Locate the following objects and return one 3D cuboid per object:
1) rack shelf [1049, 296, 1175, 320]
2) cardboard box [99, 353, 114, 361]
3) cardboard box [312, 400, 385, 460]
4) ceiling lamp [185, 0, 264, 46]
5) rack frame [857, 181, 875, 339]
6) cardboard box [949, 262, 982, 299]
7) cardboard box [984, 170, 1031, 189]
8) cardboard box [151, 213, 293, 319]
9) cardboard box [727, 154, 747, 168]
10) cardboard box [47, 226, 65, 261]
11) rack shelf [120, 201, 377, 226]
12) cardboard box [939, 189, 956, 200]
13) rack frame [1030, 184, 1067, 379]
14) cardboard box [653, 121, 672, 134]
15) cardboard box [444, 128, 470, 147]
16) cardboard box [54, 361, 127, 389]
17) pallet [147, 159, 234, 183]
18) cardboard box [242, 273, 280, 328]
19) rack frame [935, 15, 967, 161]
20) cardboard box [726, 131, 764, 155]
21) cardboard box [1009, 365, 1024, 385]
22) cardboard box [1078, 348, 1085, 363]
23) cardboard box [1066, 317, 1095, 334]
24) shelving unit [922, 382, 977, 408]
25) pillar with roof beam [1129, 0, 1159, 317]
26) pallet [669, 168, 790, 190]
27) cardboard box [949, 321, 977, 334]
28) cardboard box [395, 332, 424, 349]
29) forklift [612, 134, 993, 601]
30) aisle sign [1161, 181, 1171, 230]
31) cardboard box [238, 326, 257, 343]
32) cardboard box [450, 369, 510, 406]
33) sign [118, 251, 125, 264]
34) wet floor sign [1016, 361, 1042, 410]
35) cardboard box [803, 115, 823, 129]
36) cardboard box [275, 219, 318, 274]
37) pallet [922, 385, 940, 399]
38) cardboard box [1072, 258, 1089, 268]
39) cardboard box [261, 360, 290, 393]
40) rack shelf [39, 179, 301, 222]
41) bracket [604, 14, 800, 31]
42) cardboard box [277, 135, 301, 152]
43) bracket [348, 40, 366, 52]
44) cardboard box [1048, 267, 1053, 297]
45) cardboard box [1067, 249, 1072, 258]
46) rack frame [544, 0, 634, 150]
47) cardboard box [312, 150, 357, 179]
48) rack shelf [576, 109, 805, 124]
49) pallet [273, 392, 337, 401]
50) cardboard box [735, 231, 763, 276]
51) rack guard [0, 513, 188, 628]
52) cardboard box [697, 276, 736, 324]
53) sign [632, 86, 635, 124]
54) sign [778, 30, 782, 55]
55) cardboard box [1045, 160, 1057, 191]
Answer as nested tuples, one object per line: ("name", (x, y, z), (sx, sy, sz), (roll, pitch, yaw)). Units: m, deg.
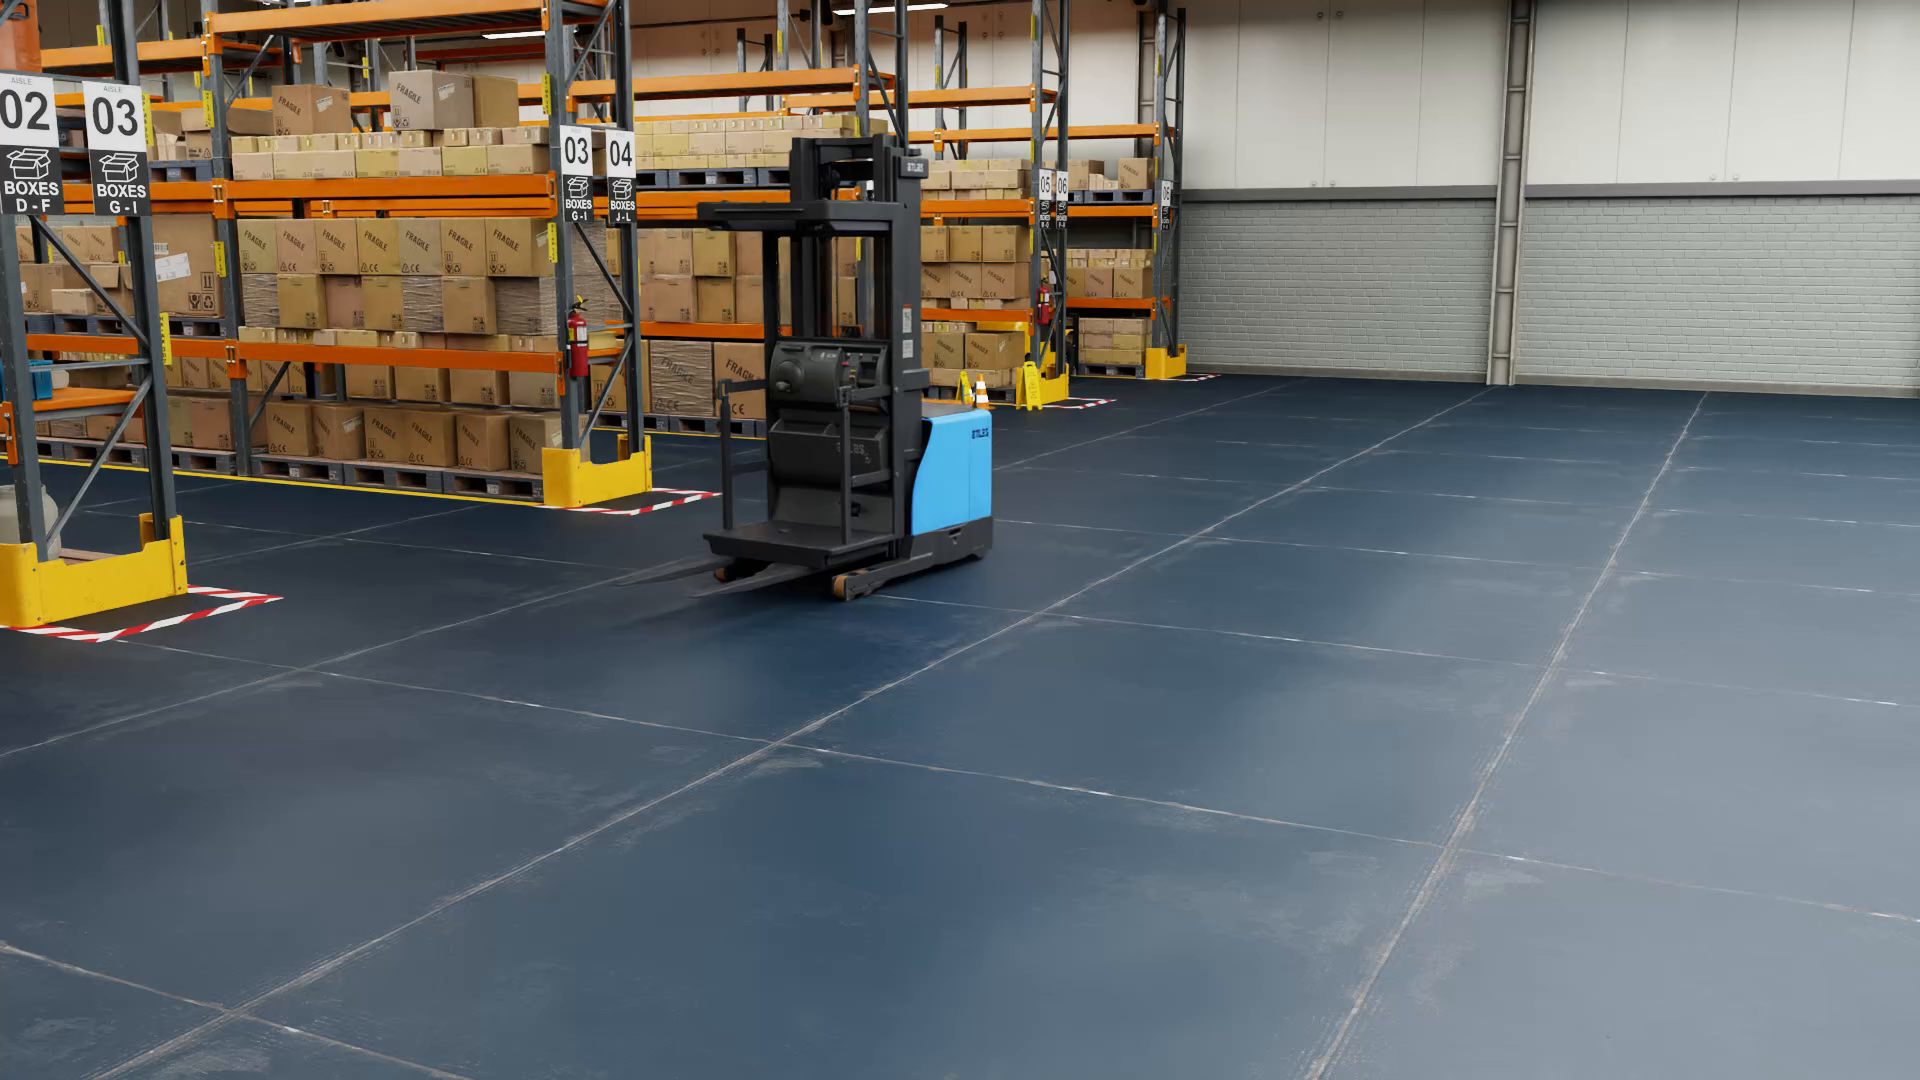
("rack shelf", (1.638, -4.030, 28.594), (4.000, 0.370, 1.077), (5, 11, 26))
("cardboard box", (-12.303, -2.677, 24.255), (0.250, 0.149, 0.380), (5, 11, 27))
("cardboard box", (-5.875, -1.060, 16.007), (0.500, 0.500, 0.500), (10, 14, 44))
("ceiling lamp", (-14.350, -11.151, 32.684), (0.800, 3.185, 2.000), (5, 11, 26))
("rack frame", (-0.861, -2.635, 18.865), (0.127, 3.000, 1.000), (5, 11, 26))
("cardboard box", (0.183, -3.668, 23.457), (0.500, 0.500, 0.500), (5, 11, 26))
("cardboard box", (0.661, -4.979, 22.982), (0.500, 0.250, 0.500), (5, 11, 25))
("cardboard box", (-7.384, -2.752, 16.652), (1.000, 1.000, 1.000), (5, 11, 26))
("cardboard box", (-2.448, -4.315, 18.973), (0.250, 0.149, 0.380), (5, 11, 26))
("cardboard box", (-13.082, -4.344, 24.387), (0.500, 0.500, 0.500), (5, 12, 27))
("rack shelf", (-9.828, -4.545, 23.016), (4.000, 0.370, 1.077), (5, 11, 26))
("cardboard box", (-0.108, -4.852, 23.402), (0.250, 0.149, 0.380), (5, 11, 25))
("rack frame", (1.239, -3.433, 23.277), (0.127, 3.000, 1.000), (5, 11, 26))
("cardboard box", (-3.357, -4.787, 19.344), (0.250, 0.149, 0.380), (5, 11, 26))
("cardboard box", (-4.244, -3.480, 14.416), (0.250, 0.149, 0.380), (5, 11, 26))
("cardboard box", (-9.226, -1.748, 17.645), (0.500, 0.250, 0.500), (7, 12, 32))
("pallet", (-7.240, -3.615, 16.386), (1.003, 0.211, 1.213), (5, 11, 26))
("cardboard box", (-6.357, -2.316, 15.988), (0.500, 0.500, 0.875), (5, 11, 26))
("rack frame", (-0.155, -7.493, 28.866), (0.127, 3.000, 1.000), (5, 11, 26))
("cardboard box", (-2.321, -4.512, 18.943), (0.500, 0.250, 0.500), (5, 11, 25))
("cardboard box", (0.638, -2.395, 24.080), (0.500, 0.250, 0.500), (5, 11, 25))
("cardboard box", (1.984, -3.148, 28.243), (0.500, 0.250, 0.500), (5, 11, 26))
("cardboard box", (1.964, -3.636, 28.131), (0.500, 0.250, 0.500), (5, 11, 27))
("shelving unit", (-0.148, -0.603, 12.695), (0.503, 1.200, 0.258), (5, 11, 26))
("pillar with roof beam", (1.301, -6.690, 24.424), (0.548, 9.000, 9.100), (5, 11, 26))
("pallet", (-2.629, -4.220, 19.450), (1.213, 0.211, 1.003), (5, 11, 26))
("cardboard box", (0.046, -3.015, 23.579), (0.250, 0.149, 0.380), (5, 12, 27))
("cardboard box", (-4.885, -1.818, 15.057), (0.250, 0.149, 0.380), (5, 11, 26))
("forklift", (-0.991, -1.151, 10.857), (1.130, 2.935, 3.031), (7, 12, 33))
("aisle sign", (3.361, -5.453, 27.140), (0.004, 0.787, 0.394), (5, 11, 26))
("cardboard box", (-6.673, -1.977, 15.937), (0.250, 0.149, 0.380), (5, 11, 26))
("cardboard box", (-5.908, -2.161, 21.384), (0.750, 0.750, 1.050), (5, 11, 26))
("sign", (-11.855, -3.919, 23.530), (0.005, 0.325, 0.100), (5, 11, 26))
("wet floor sign", (0.936, -2.089, 22.460), (0.267, 0.644, 0.232), (-10, 14, -43))
("cardboard box", (-1.536, -4.628, 18.460), (0.250, 0.149, 0.380), (5, 11, 26))
("cardboard box", (-5.993, -2.738, 15.513), (0.500, 0.500, 0.500), (5, 11, 26))
("pallet", (-0.632, -2.233, 24.476), (1.213, 0.211, 1.003), (5, 11, 26))
("cardboard box", (2.071, -4.658, 27.941), (0.250, 0.149, 0.380), (5, 11, 24))
("cardboard box", (-9.205, -2.293, 22.819), (0.500, 0.500, 0.500), (6, 12, 28))
("rack shelf", (-8.527, -3.445, 16.941), (4.000, 0.370, 1.077), (5, 11, 26))
("bracket", (-5.014, -9.800, 31.504), (4.783, 0.066, 0.076), (5, 11, 26))
("cardboard box", (-6.074, -3.654, 15.378), (0.250, 0.149, 0.380), (5, 11, 26))
("bracket", (-12.721, -10.477, 35.246), (0.430, 0.232, 0.235), (5, 11, 26))
("cardboard box", (1.498, -4.393, 28.299), (0.500, 0.500, 0.500), (5, 11, 26))
("cardboard box", (1.829, -4.820, 28.003), (0.250, 0.149, 0.380), (5, 12, 27))
("rack frame", (-3.146, -4.803, 13.998), (0.127, 3.000, 1.000), (5, 11, 26))
("cardboard box", (-5.525, -3.410, 15.146), (0.500, 0.250, 0.500), (5, 11, 24))
("rack shelf", (-4.142, -6.307, 25.455), (4.000, 0.370, 1.077), (5, 11, 26))
("pallet", (-8.735, -1.955, 22.938), (1.213, 0.211, 1.003), (5, 11, 26))
("cardboard box", (-2.152, -3.370, 19.473), (0.550, 0.550, 0.875), (5, 11, 26))
("rack guard", (-5.426, 0.172, 10.376), (0.348, 0.500, 1.175), (5, 11, 26))
("cardboard box", (-2.657, -2.870, 19.742), (0.500, 0.550, 0.875), (5, 11, 26))
("sign", (-2.906, -3.843, 14.666), (0.005, 0.325, 0.100), (5, 11, 26))
("sign", (-2.589, -7.149, 23.895), (0.005, 0.325, 0.100), (5, 11, 26))
("cardboard box", (1.545, -6.154, 28.137), (0.637, 0.503, 0.797), (5, 12, 28))
